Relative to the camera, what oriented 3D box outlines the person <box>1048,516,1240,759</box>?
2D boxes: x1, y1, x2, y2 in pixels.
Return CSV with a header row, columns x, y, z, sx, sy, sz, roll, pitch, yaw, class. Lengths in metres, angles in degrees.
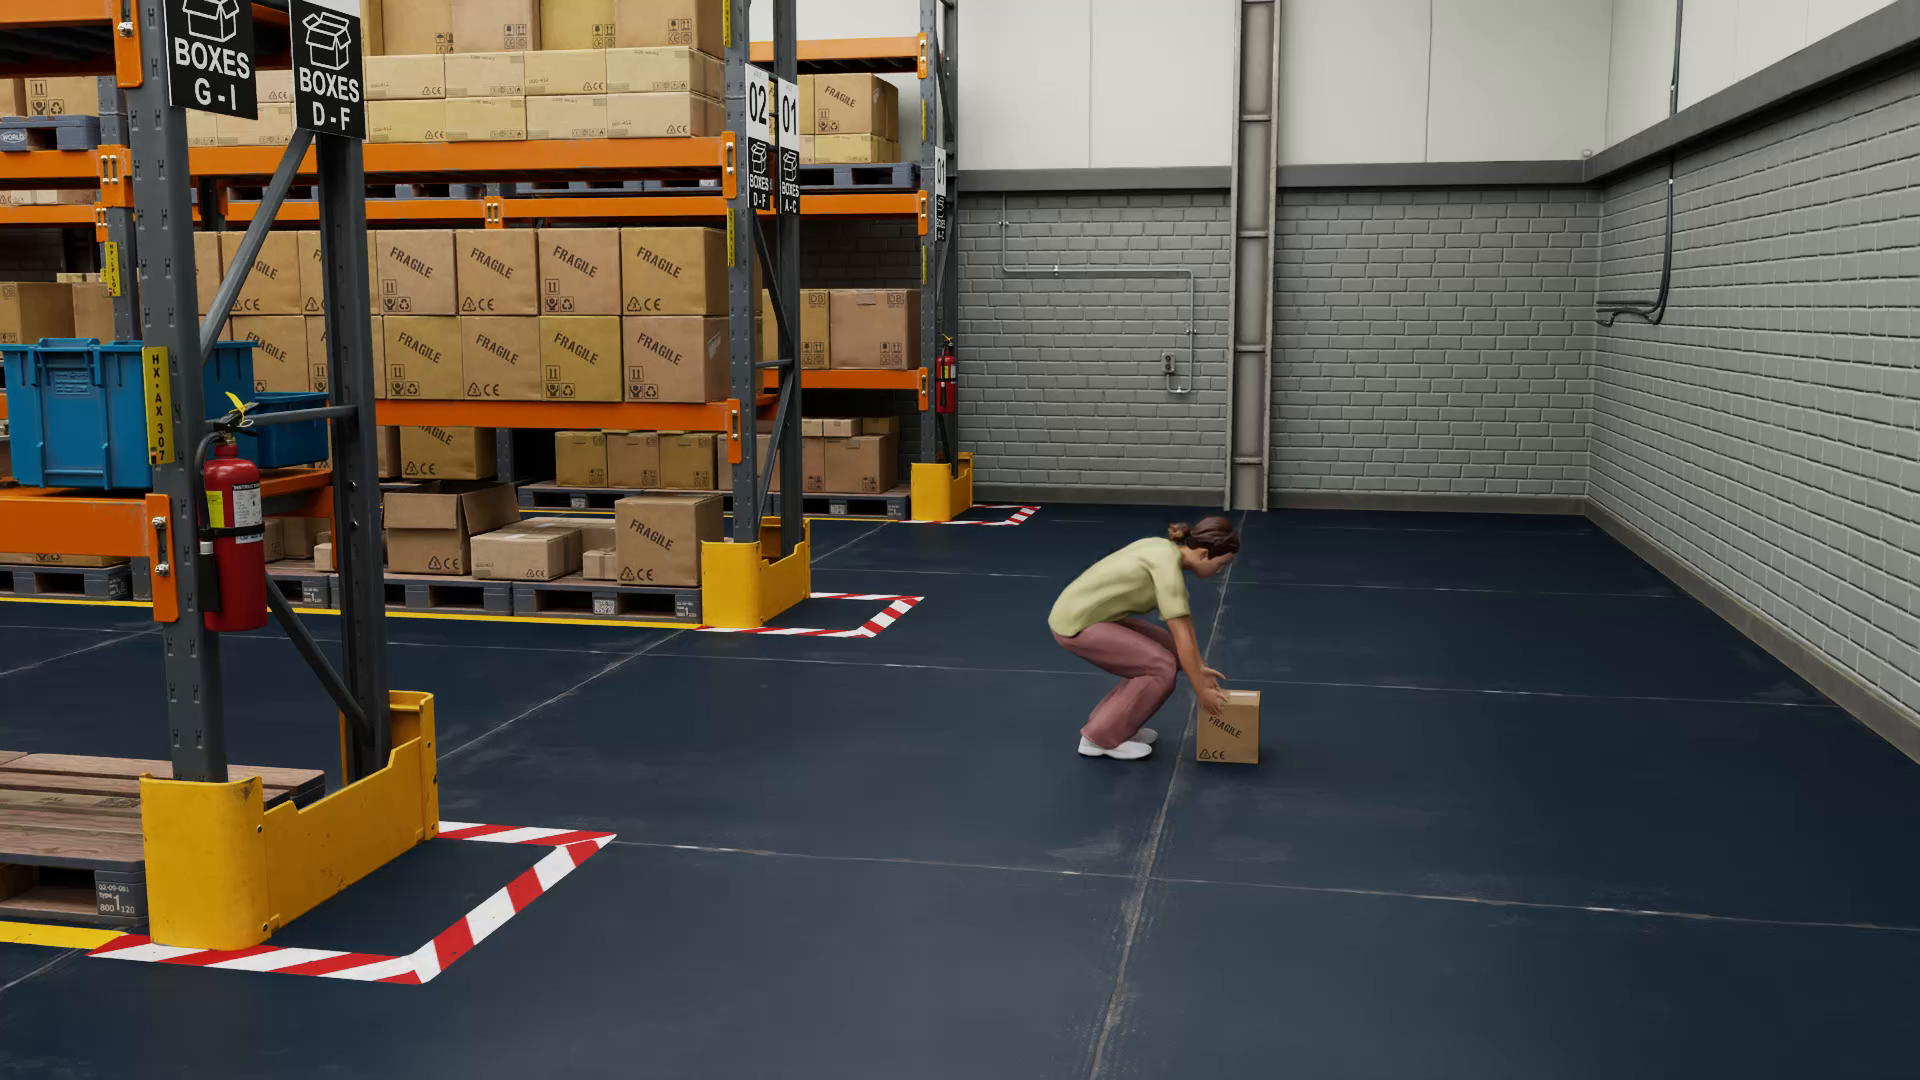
x,y,z,sx,sy,sz,roll,pitch,yaw,class
0.770,0.392,6.978,0.782,0.998,0.494,2,8,11,person
